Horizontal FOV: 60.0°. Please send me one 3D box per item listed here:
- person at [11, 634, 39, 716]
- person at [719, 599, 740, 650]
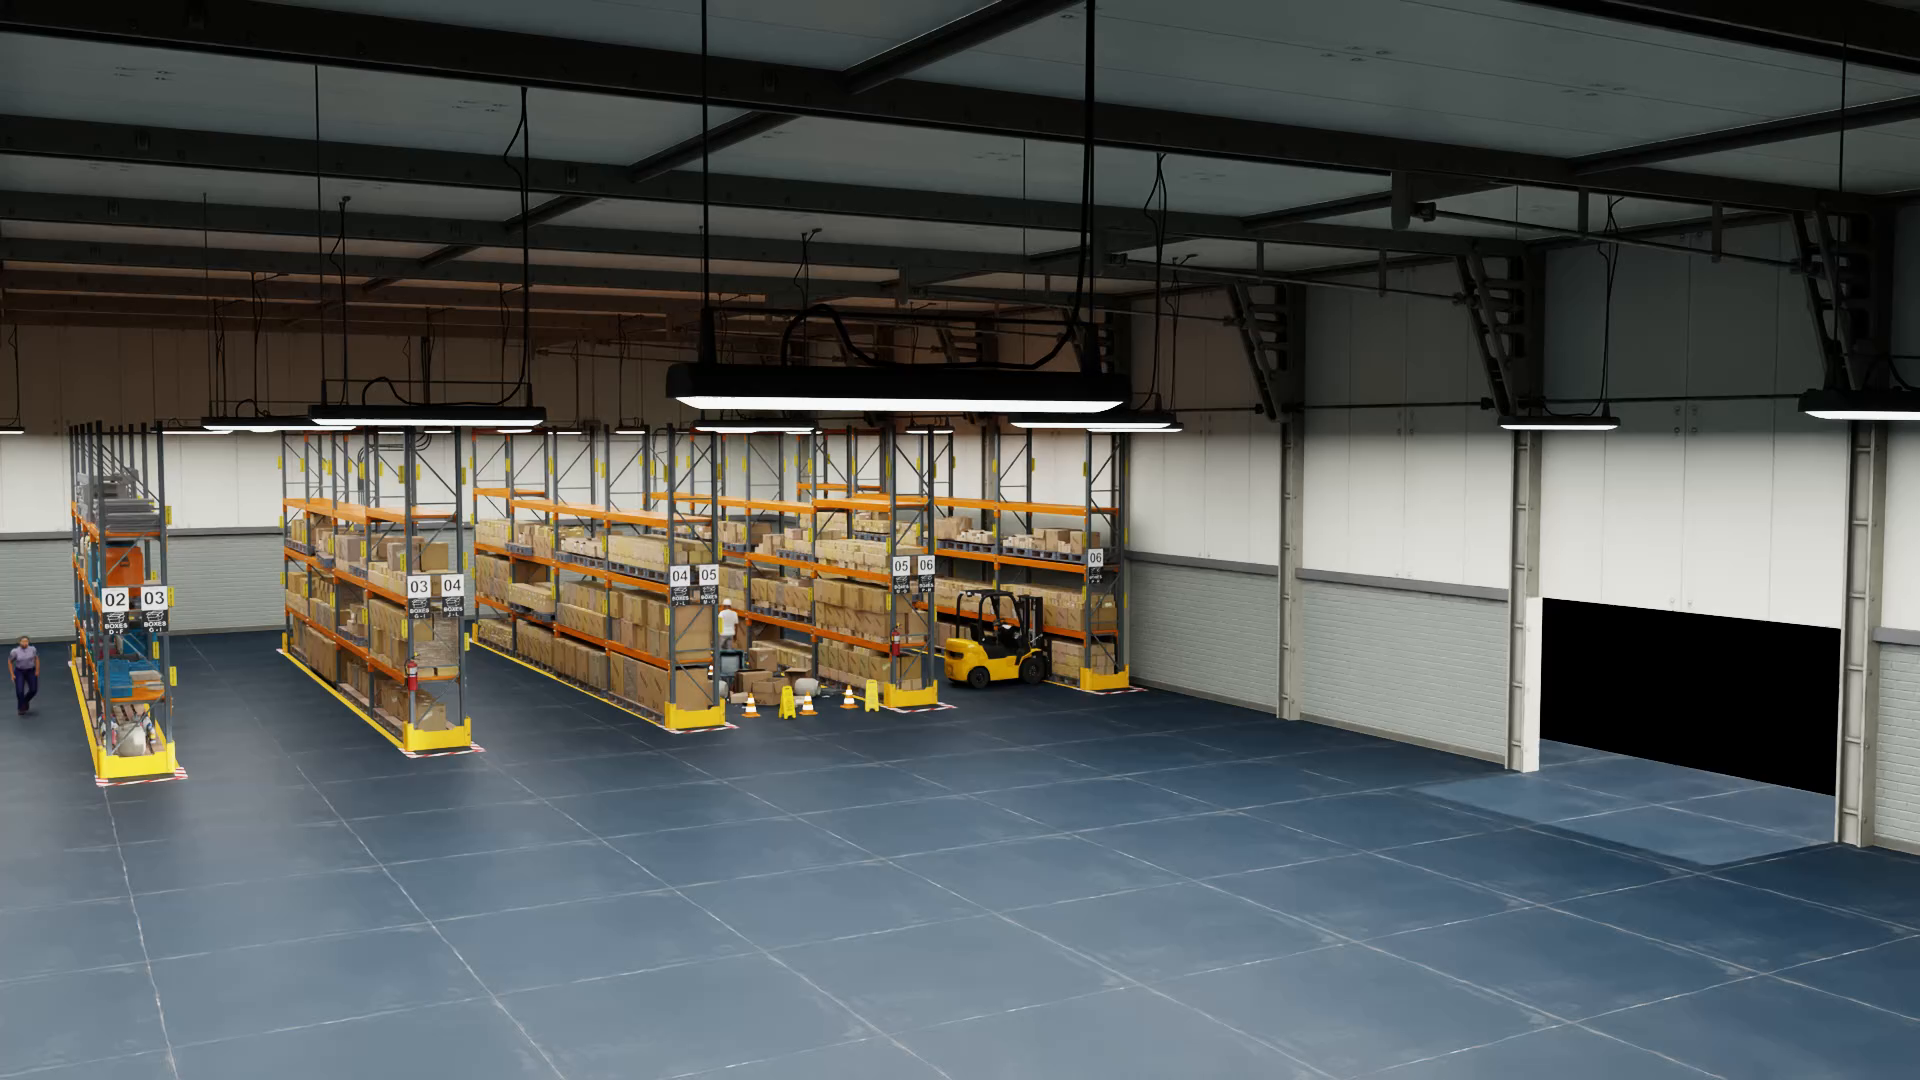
[{"bbox_3d":[-19.384,2.786,34.474,0.487,1.643,0.565,3,4,36],"label":"person"},{"bbox_3d":[-5.709,2.340,40.597,0.649,1.804,0.358,-1,4,-22],"label":"person"}]
